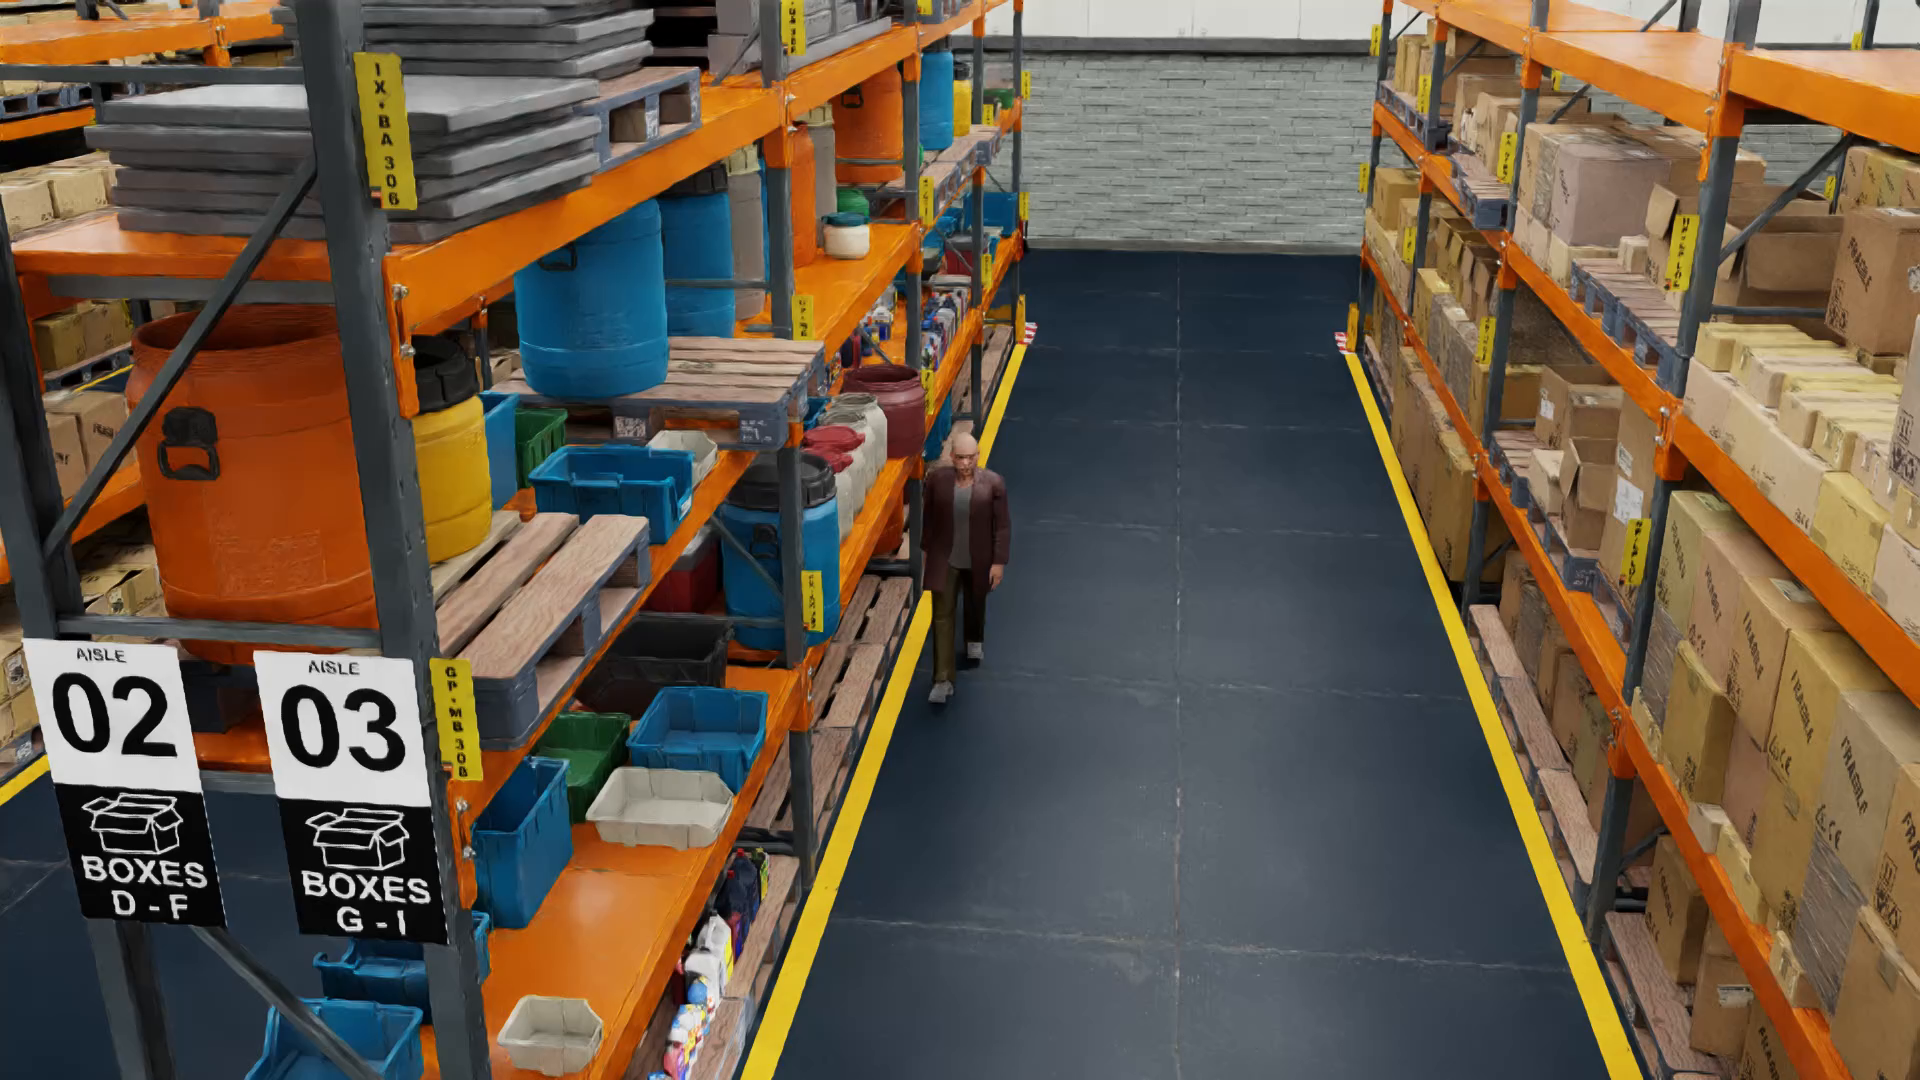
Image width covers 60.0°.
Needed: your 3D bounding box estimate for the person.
[{"bbox_3d":[0.028,0.120,10.796,0.595,1.701,1.152,1,21,2],"label":"person"}]
